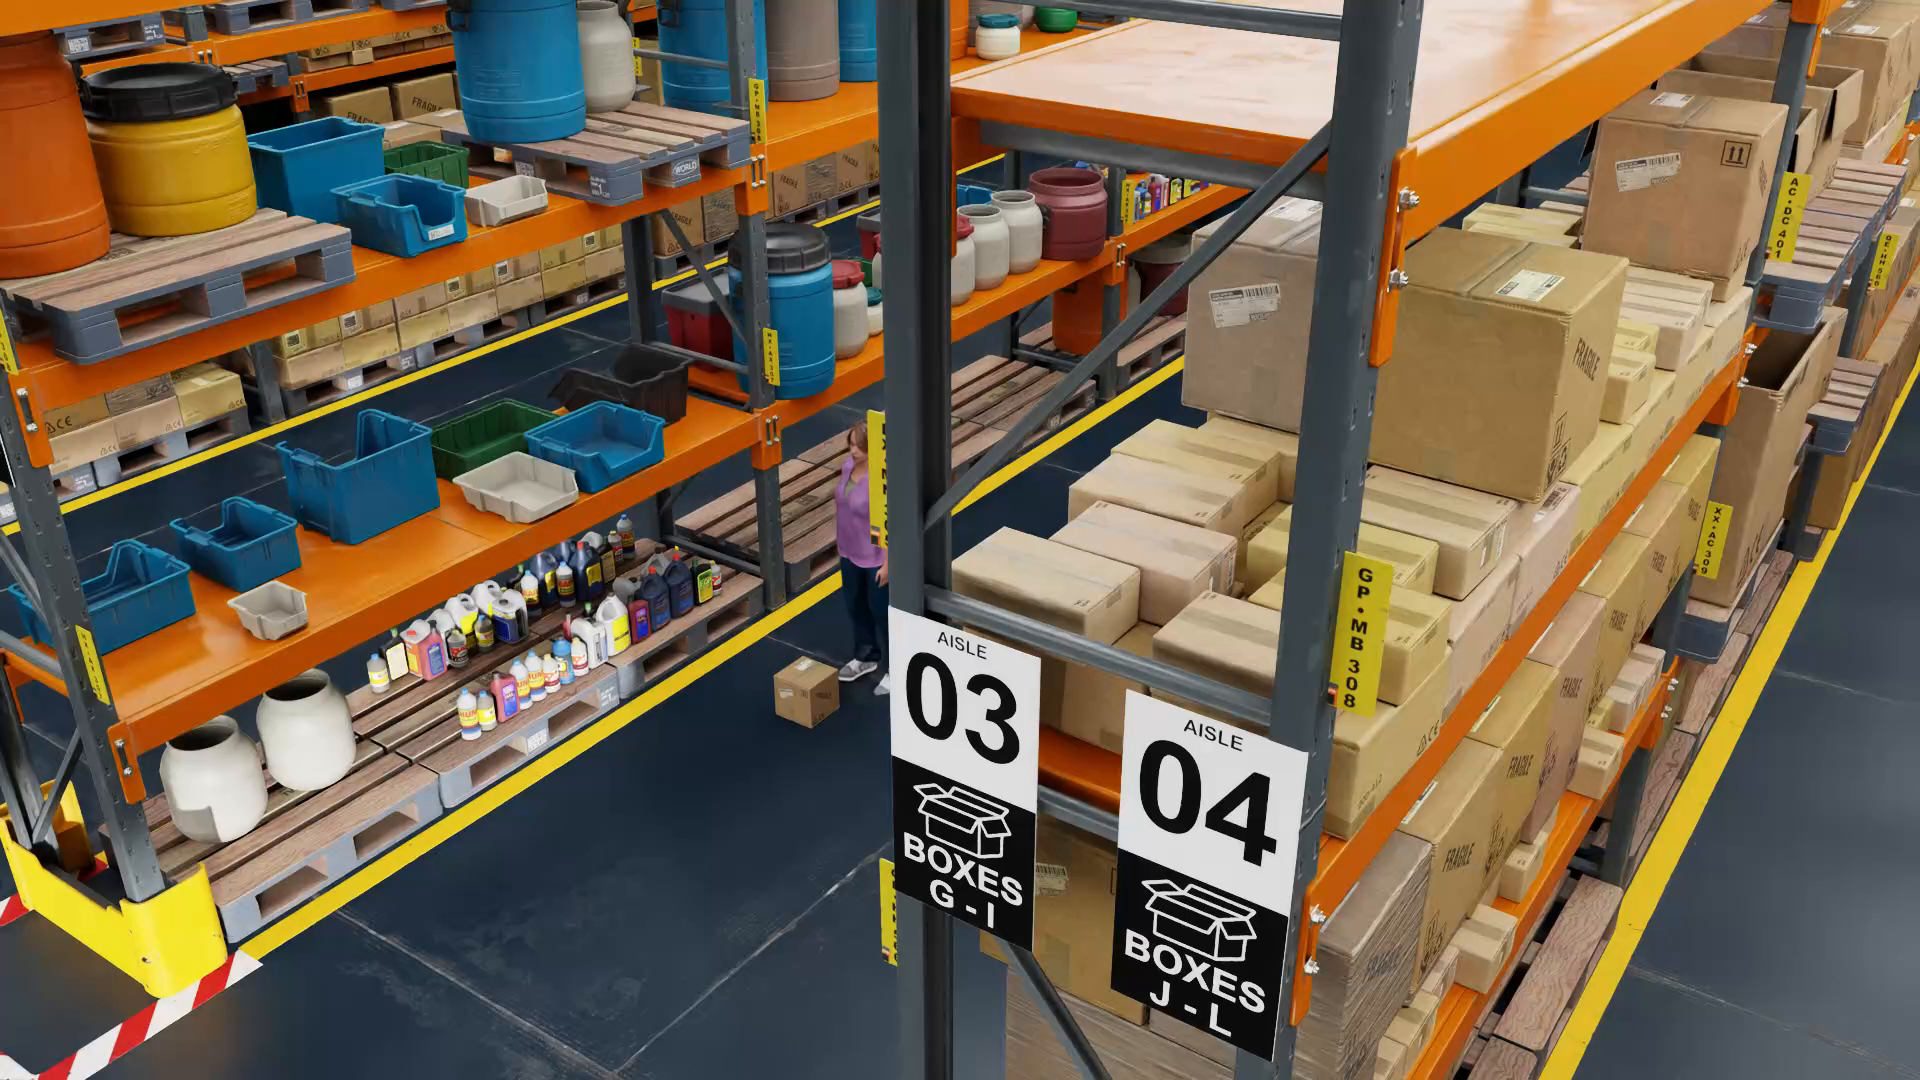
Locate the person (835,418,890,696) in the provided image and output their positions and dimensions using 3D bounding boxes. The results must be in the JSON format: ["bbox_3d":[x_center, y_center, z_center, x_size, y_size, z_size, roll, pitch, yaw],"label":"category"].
[{"bbox_3d":[-0.485,0.100,8.997,0.324,1.630,0.407,-22,35,-36],"label":"person"}]
